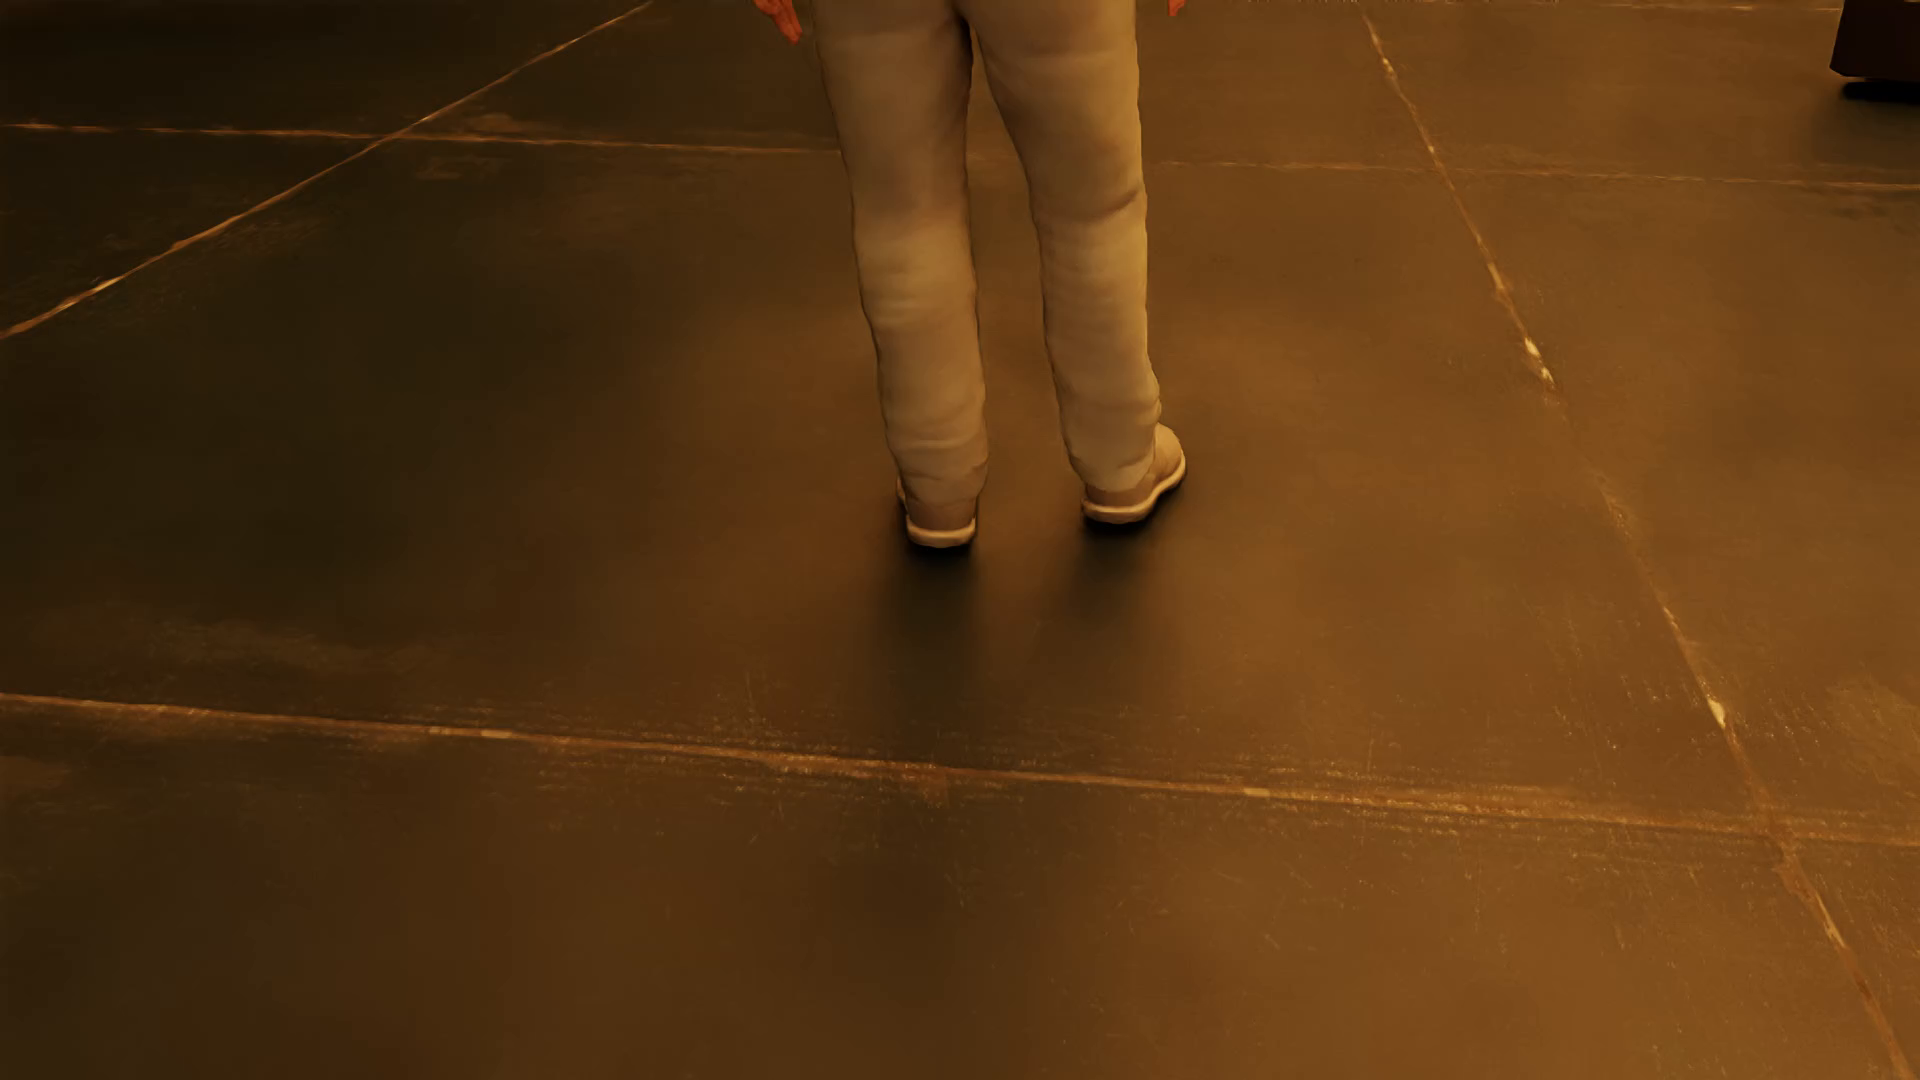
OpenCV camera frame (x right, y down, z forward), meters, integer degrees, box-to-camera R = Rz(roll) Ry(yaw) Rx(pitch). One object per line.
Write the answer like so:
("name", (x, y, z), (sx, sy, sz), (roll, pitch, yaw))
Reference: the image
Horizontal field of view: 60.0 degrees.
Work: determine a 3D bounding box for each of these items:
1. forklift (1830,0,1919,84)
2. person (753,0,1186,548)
("forklift", (4.251, -3.060, 5.351), (3.031, 2.935, 1.130), (-23, 34, -38))
("person", (0.022, -0.837, 2.167), (0.640, 1.778, 0.574), (3, 27, 7))
